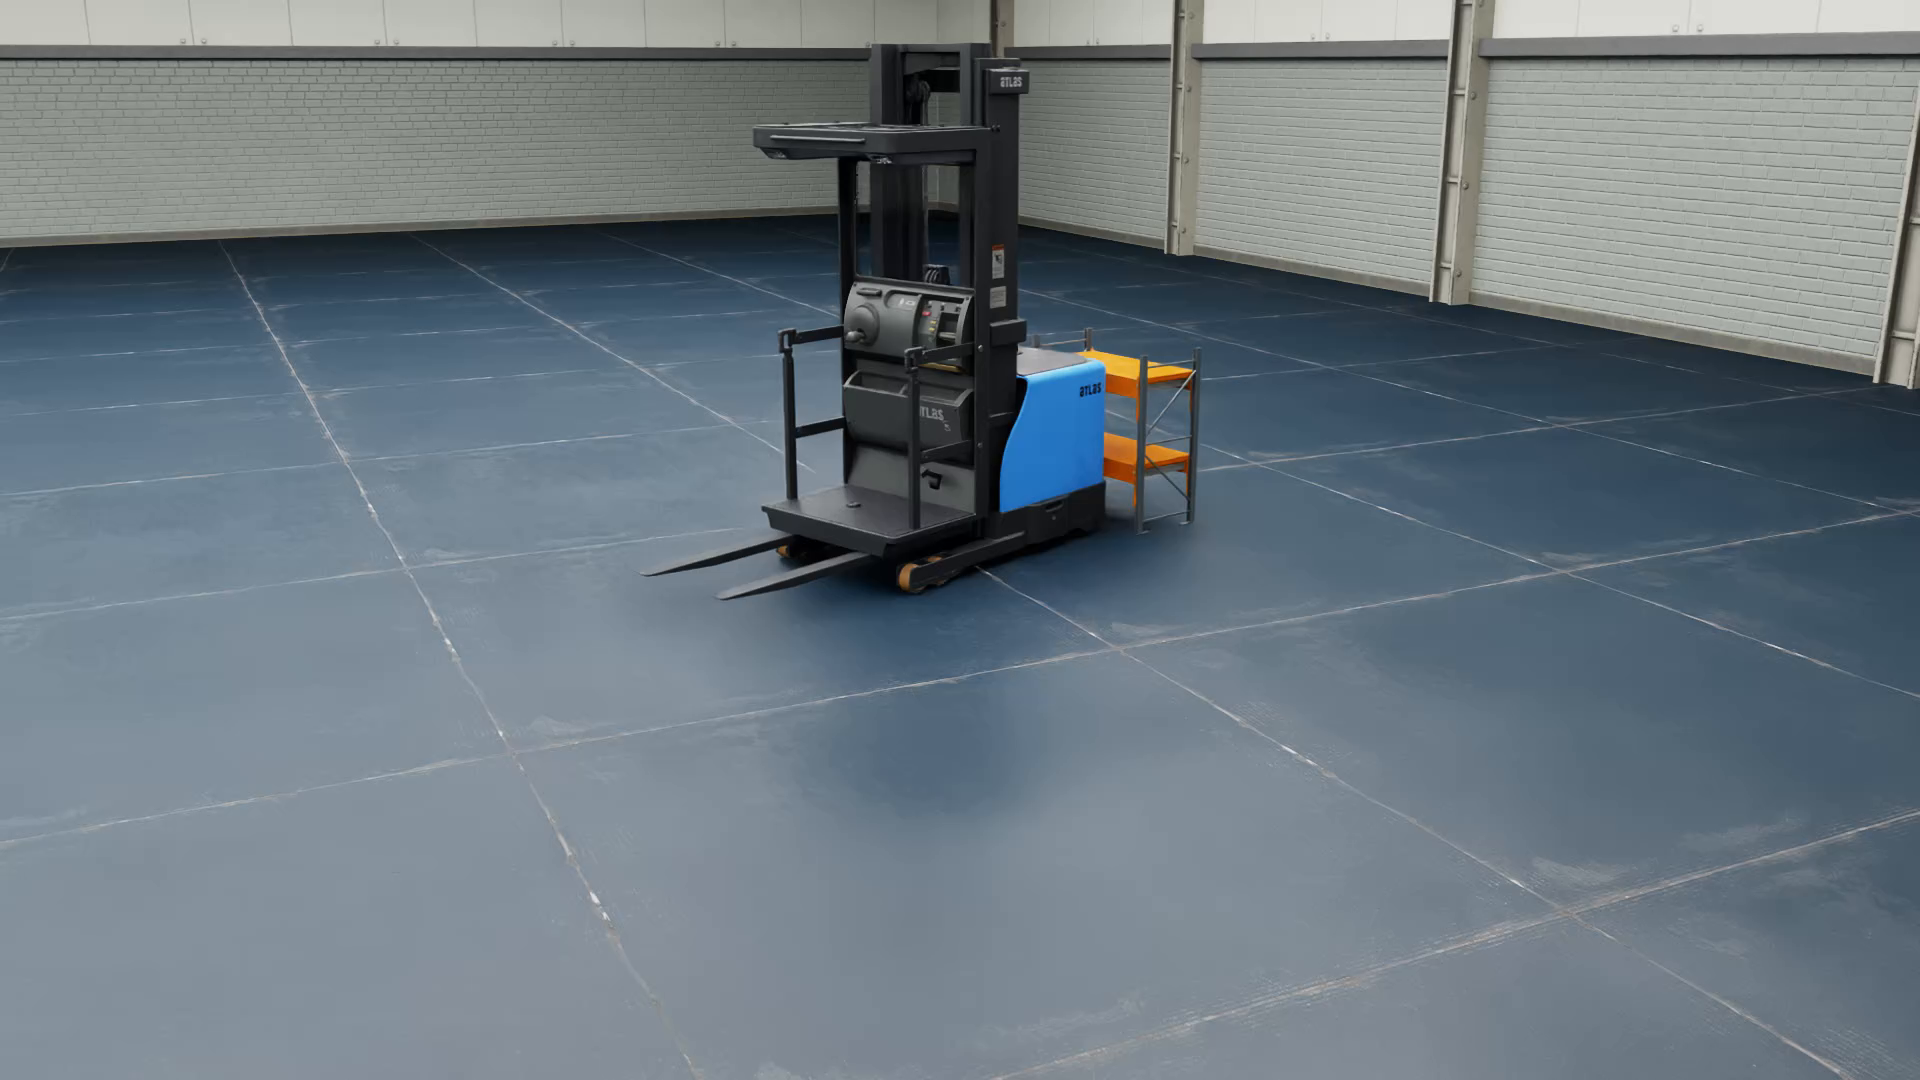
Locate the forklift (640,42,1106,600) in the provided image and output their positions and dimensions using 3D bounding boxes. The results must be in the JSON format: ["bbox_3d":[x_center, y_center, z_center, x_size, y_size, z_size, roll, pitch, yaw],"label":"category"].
[{"bbox_3d":[-0.444,-1.269,9.359,1.130,2.935,3.031,14,21,40],"label":"forklift"}]

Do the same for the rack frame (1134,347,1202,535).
[{"bbox_3d":[1.295,-0.615,10.355,0.500,1.125,0.032,-12,20,-36],"label":"rack frame"}]

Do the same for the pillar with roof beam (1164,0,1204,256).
[{"bbox_3d":[-0.493,-8.207,22.536,9.100,9.000,0.400,-8,18,-25],"label":"pillar with roof beam"}]

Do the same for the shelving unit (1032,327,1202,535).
[{"bbox_3d":[0.985,-0.727,10.742,0.538,1.125,1.048,-12,20,-36],"label":"shelving unit"}]

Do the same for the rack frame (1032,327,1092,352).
[{"bbox_3d":[0.676,-0.838,11.130,0.500,1.125,0.032,-12,20,-36],"label":"rack frame"}]

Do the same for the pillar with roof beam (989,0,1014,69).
[{"bbox_3d":[-3.121,-9.695,27.720,9.100,9.000,0.400,-8,18,-25],"label":"pillar with roof beam"}]

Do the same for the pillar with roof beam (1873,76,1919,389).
[{"bbox_3d":[4.764,-5.232,12.167,9.100,9.000,0.400,-8,18,-25],"label":"pillar with roof beam"}]

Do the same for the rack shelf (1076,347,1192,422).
[{"bbox_3d":[0.986,-1.008,10.662,0.538,0.278,1.000,-12,20,-36],"label":"rack shelf"}]

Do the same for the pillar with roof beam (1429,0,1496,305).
[{"bbox_3d":[2.136,-6.719,17.352,9.100,9.000,0.400,-8,18,-25],"label":"pillar with roof beam"}]

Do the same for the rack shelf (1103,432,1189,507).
[{"bbox_3d":[0.985,-0.492,10.810,0.538,0.278,1.000,-12,20,-36],"label":"rack shelf"}]
